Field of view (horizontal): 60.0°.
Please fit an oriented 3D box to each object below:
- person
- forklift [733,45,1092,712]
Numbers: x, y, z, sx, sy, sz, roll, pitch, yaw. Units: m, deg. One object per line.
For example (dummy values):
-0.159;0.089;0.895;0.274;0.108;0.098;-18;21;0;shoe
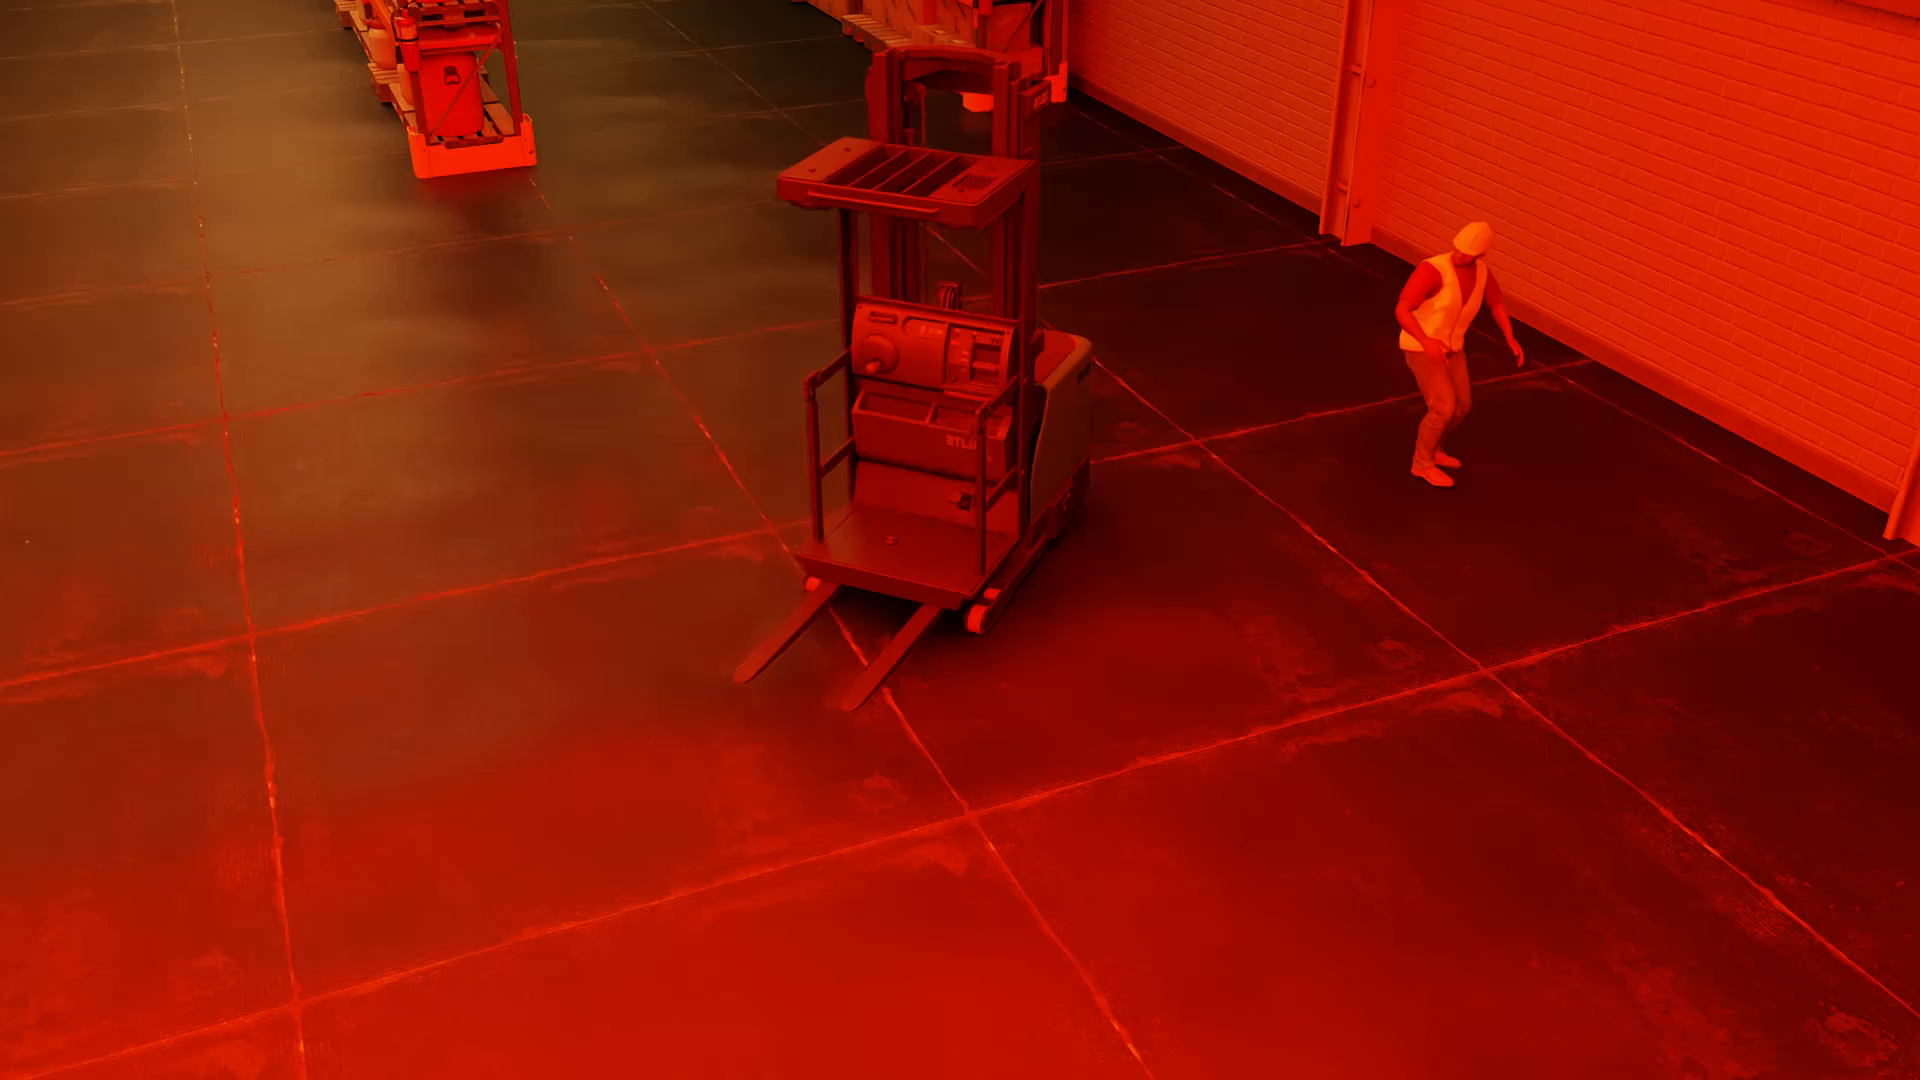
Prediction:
3.102;-1.176;10.448;0.823;1.709;0.578;-18;34;-28;person
-0.239;-0.993;8.857;1.130;2.935;3.031;12;32;20;forklift
